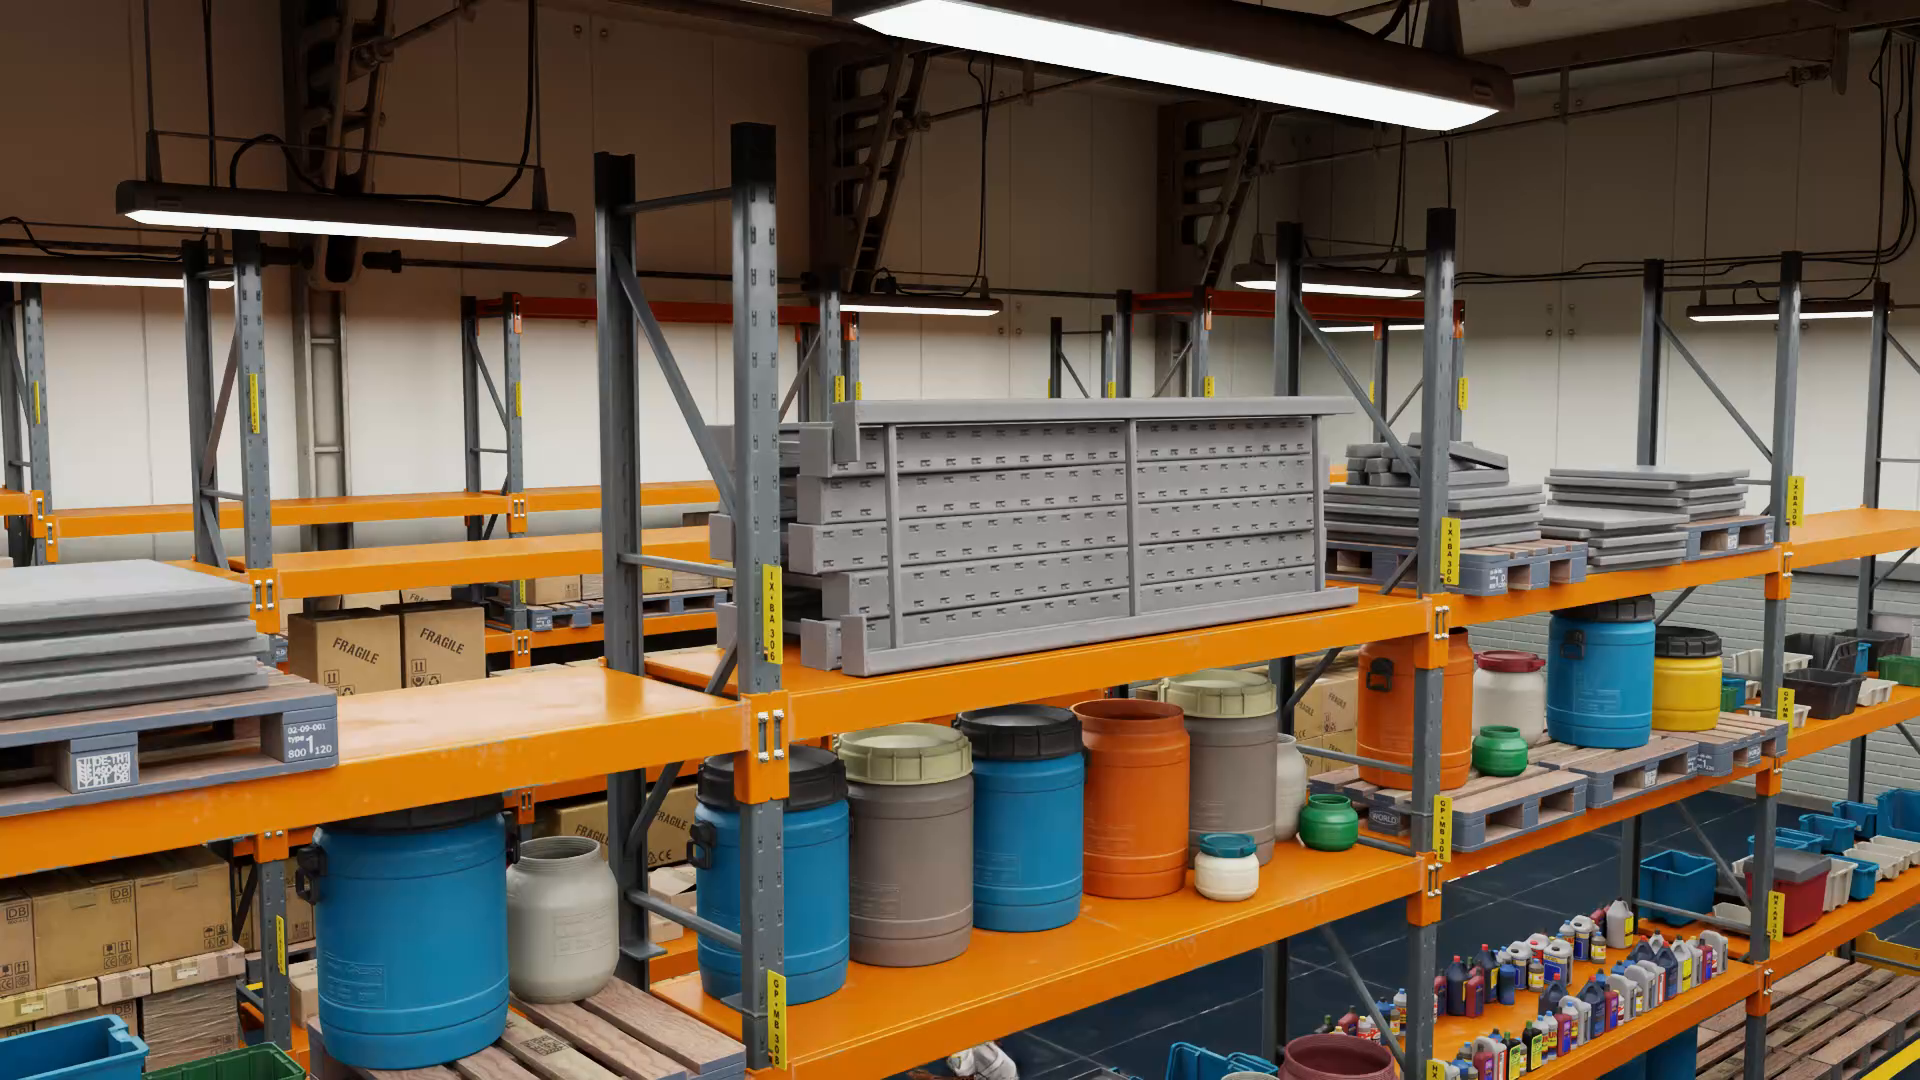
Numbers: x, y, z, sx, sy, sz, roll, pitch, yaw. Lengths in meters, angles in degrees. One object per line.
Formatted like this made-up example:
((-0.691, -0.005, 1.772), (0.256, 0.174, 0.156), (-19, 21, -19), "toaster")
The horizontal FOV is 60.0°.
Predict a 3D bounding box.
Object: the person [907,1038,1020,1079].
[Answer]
((0.181, 3.478, 10.514), (1.116, 1.438, 0.568), (-2, 6, -23), "person")

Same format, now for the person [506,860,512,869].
((-3.733, 3.070, 13.130), (0.845, 1.712, 0.733), (-2, 6, -22), "person")
